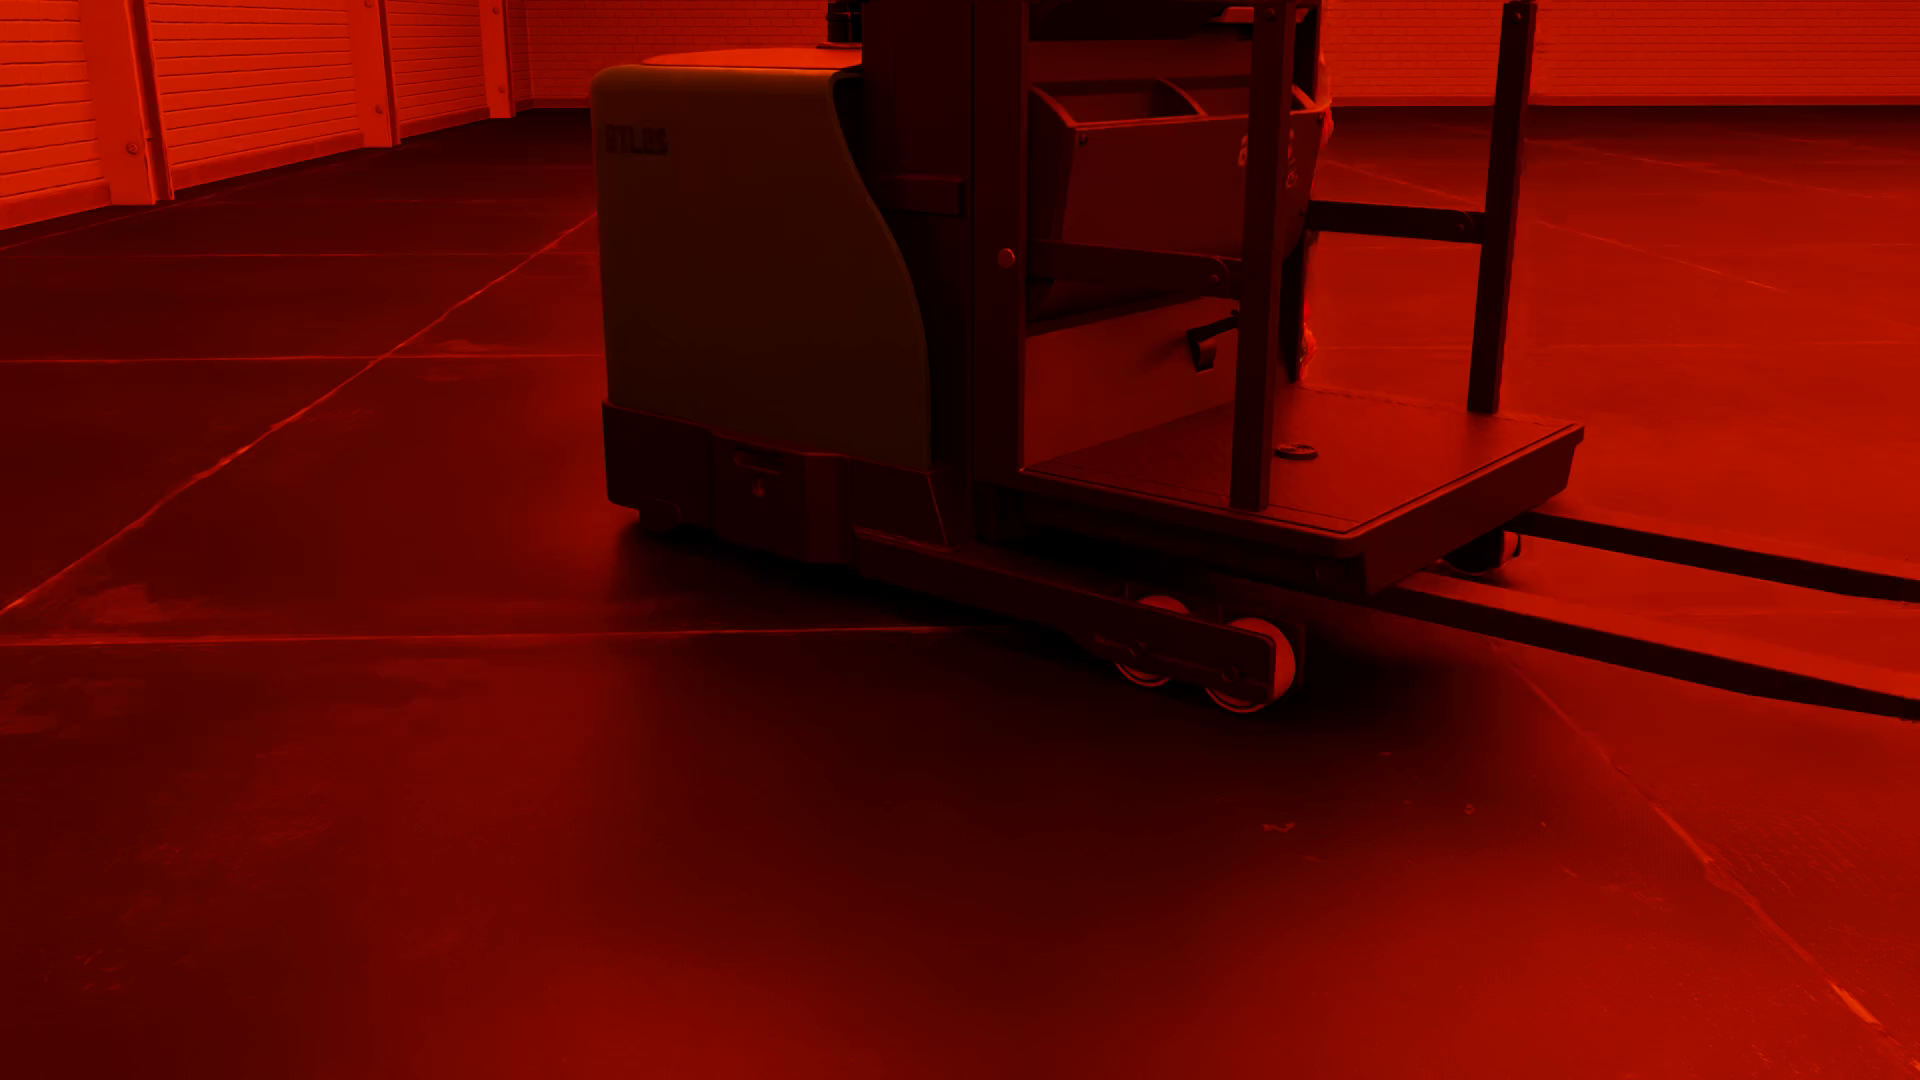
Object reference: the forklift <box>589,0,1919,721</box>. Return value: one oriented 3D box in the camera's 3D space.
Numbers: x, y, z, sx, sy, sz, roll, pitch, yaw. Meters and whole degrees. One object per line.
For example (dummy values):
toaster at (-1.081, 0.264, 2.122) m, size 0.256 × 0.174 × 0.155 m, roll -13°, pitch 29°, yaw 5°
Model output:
forklift at (0.608, -1.271, 3.064) m, size 3.031 × 2.935 × 1.130 m, roll 14°, pitch 22°, yaw 38°

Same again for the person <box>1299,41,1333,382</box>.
person at (0.699, -1.086, 5.046) m, size 1.381 × 1.439 × 0.804 m, roll -7°, pitch 18°, yaw -21°
